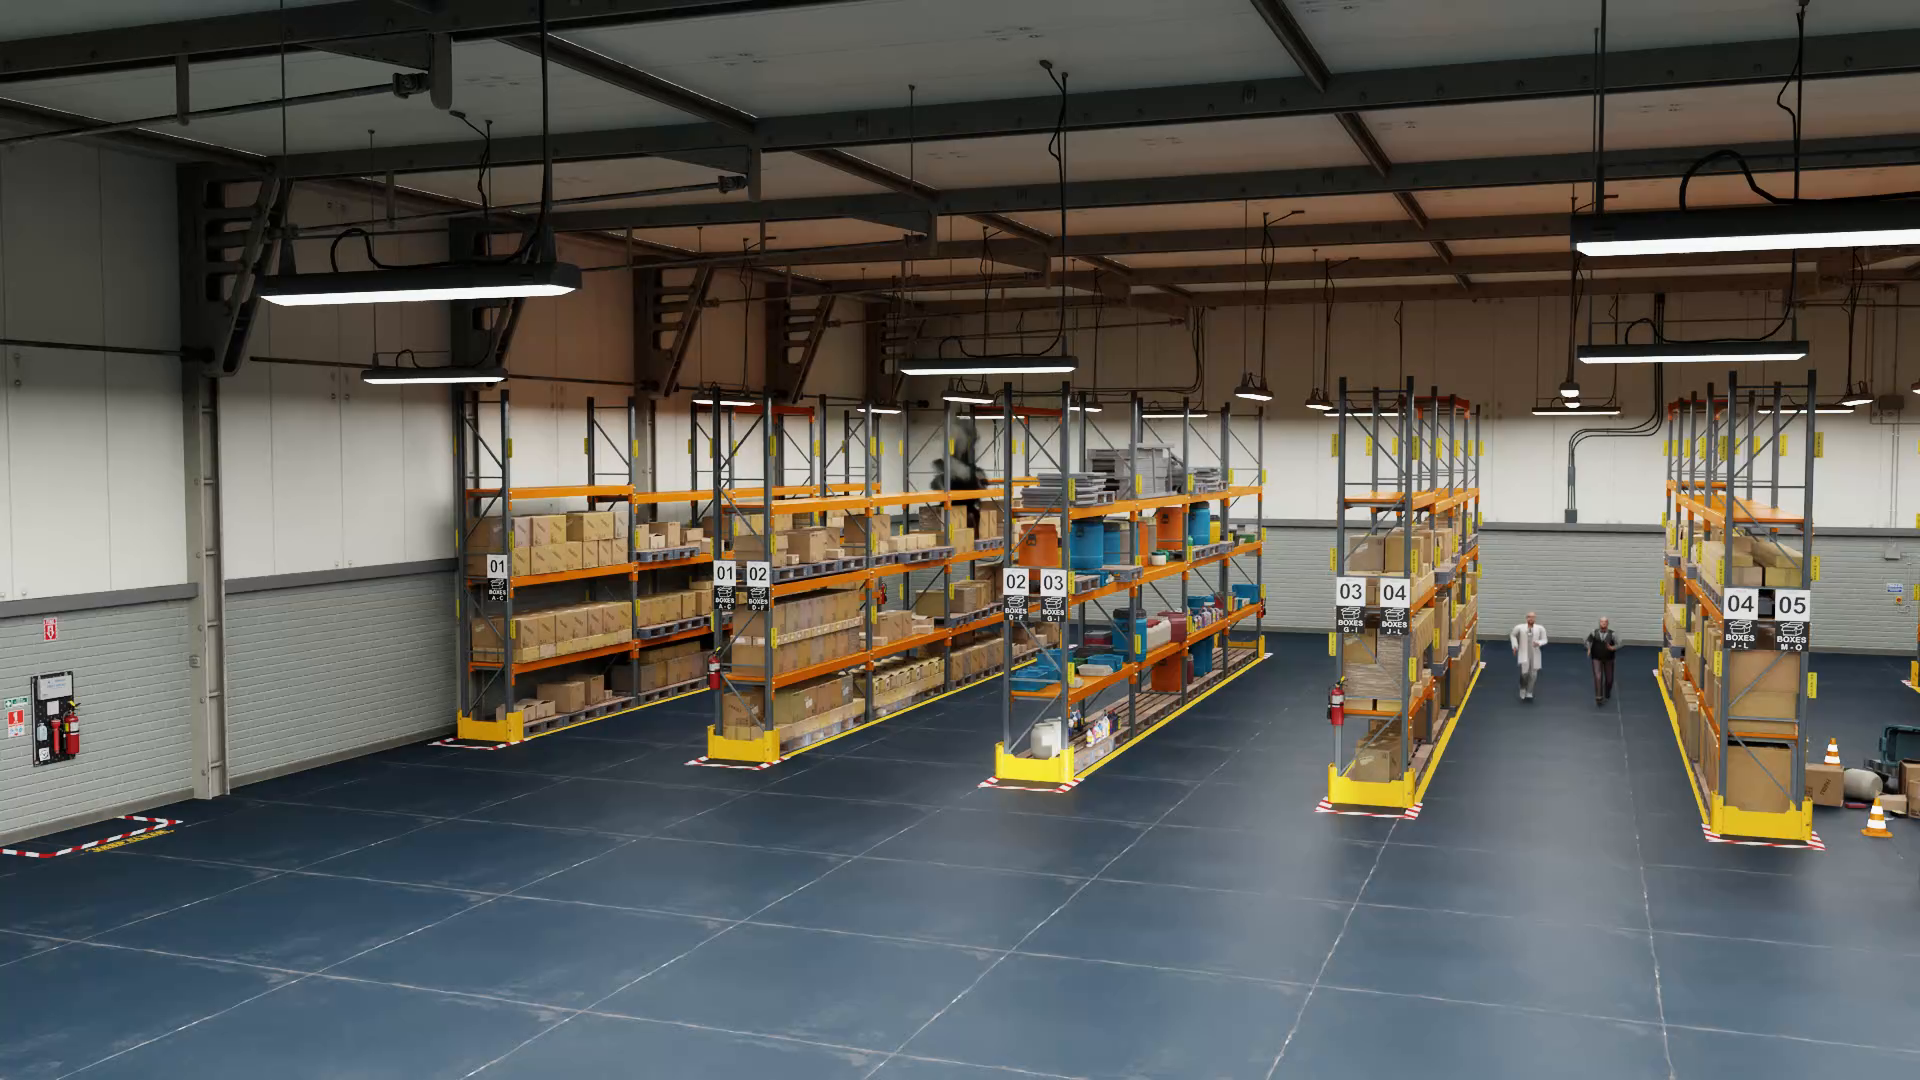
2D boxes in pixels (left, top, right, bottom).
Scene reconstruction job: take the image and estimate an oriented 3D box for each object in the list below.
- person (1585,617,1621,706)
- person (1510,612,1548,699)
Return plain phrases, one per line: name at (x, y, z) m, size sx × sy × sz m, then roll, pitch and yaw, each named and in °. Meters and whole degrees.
person at (12.560, 2.354, 32.497) m, size 0.667 × 1.699 × 0.919 m, roll 1°, pitch 3°, yaw 21°
person at (11.286, 2.298, 32.964) m, size 0.682 × 1.744 × 0.707 m, roll 1°, pitch 3°, yaw 12°
